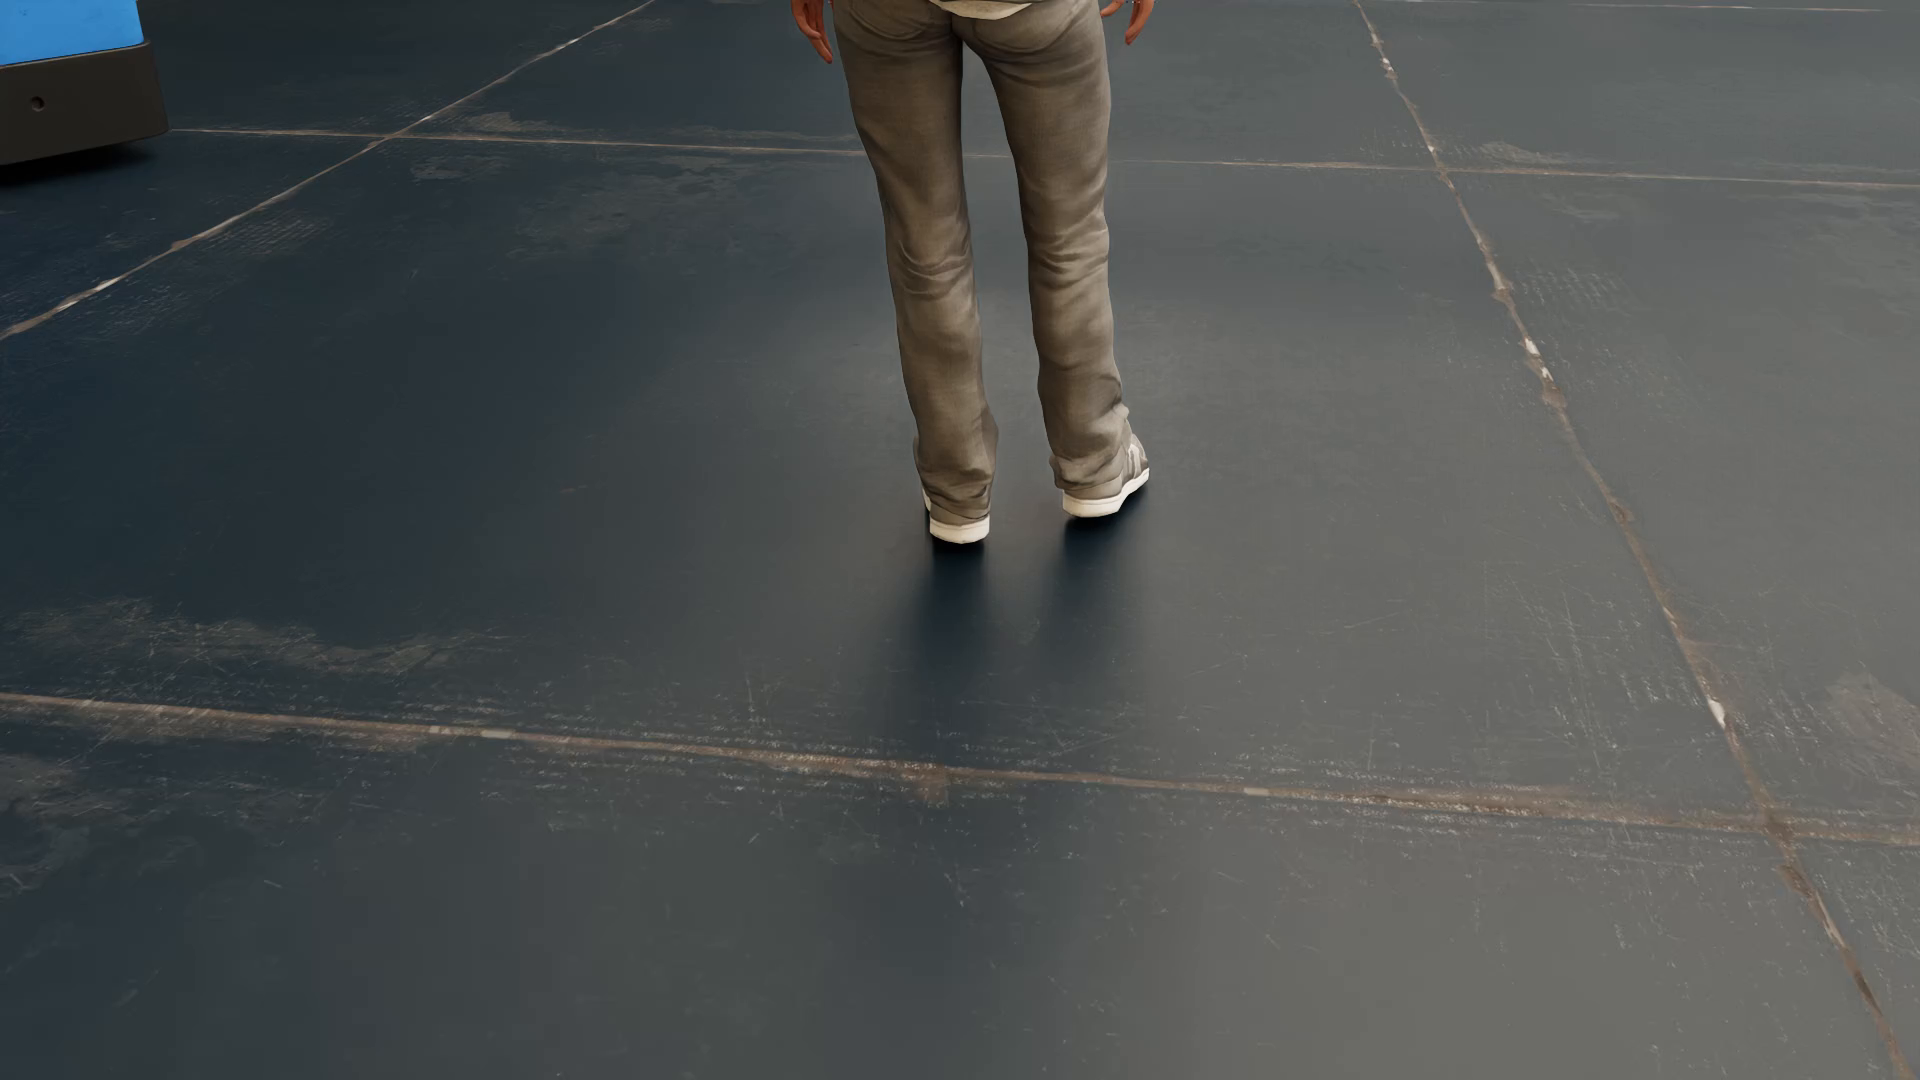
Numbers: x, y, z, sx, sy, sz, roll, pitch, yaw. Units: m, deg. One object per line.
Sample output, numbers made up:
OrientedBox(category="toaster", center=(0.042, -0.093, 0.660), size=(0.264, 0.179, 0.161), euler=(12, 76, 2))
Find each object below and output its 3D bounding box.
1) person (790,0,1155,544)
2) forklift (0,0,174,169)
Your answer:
OrientedBox(category="person", center=(0.024, -0.754, 2.205), size=(0.520, 1.599, 0.473), euler=(3, 27, 7))
OrientedBox(category="forklift", center=(-3.651, -2.599, 4.427), size=(3.031, 2.935, 1.130), euler=(19, 32, 33))
